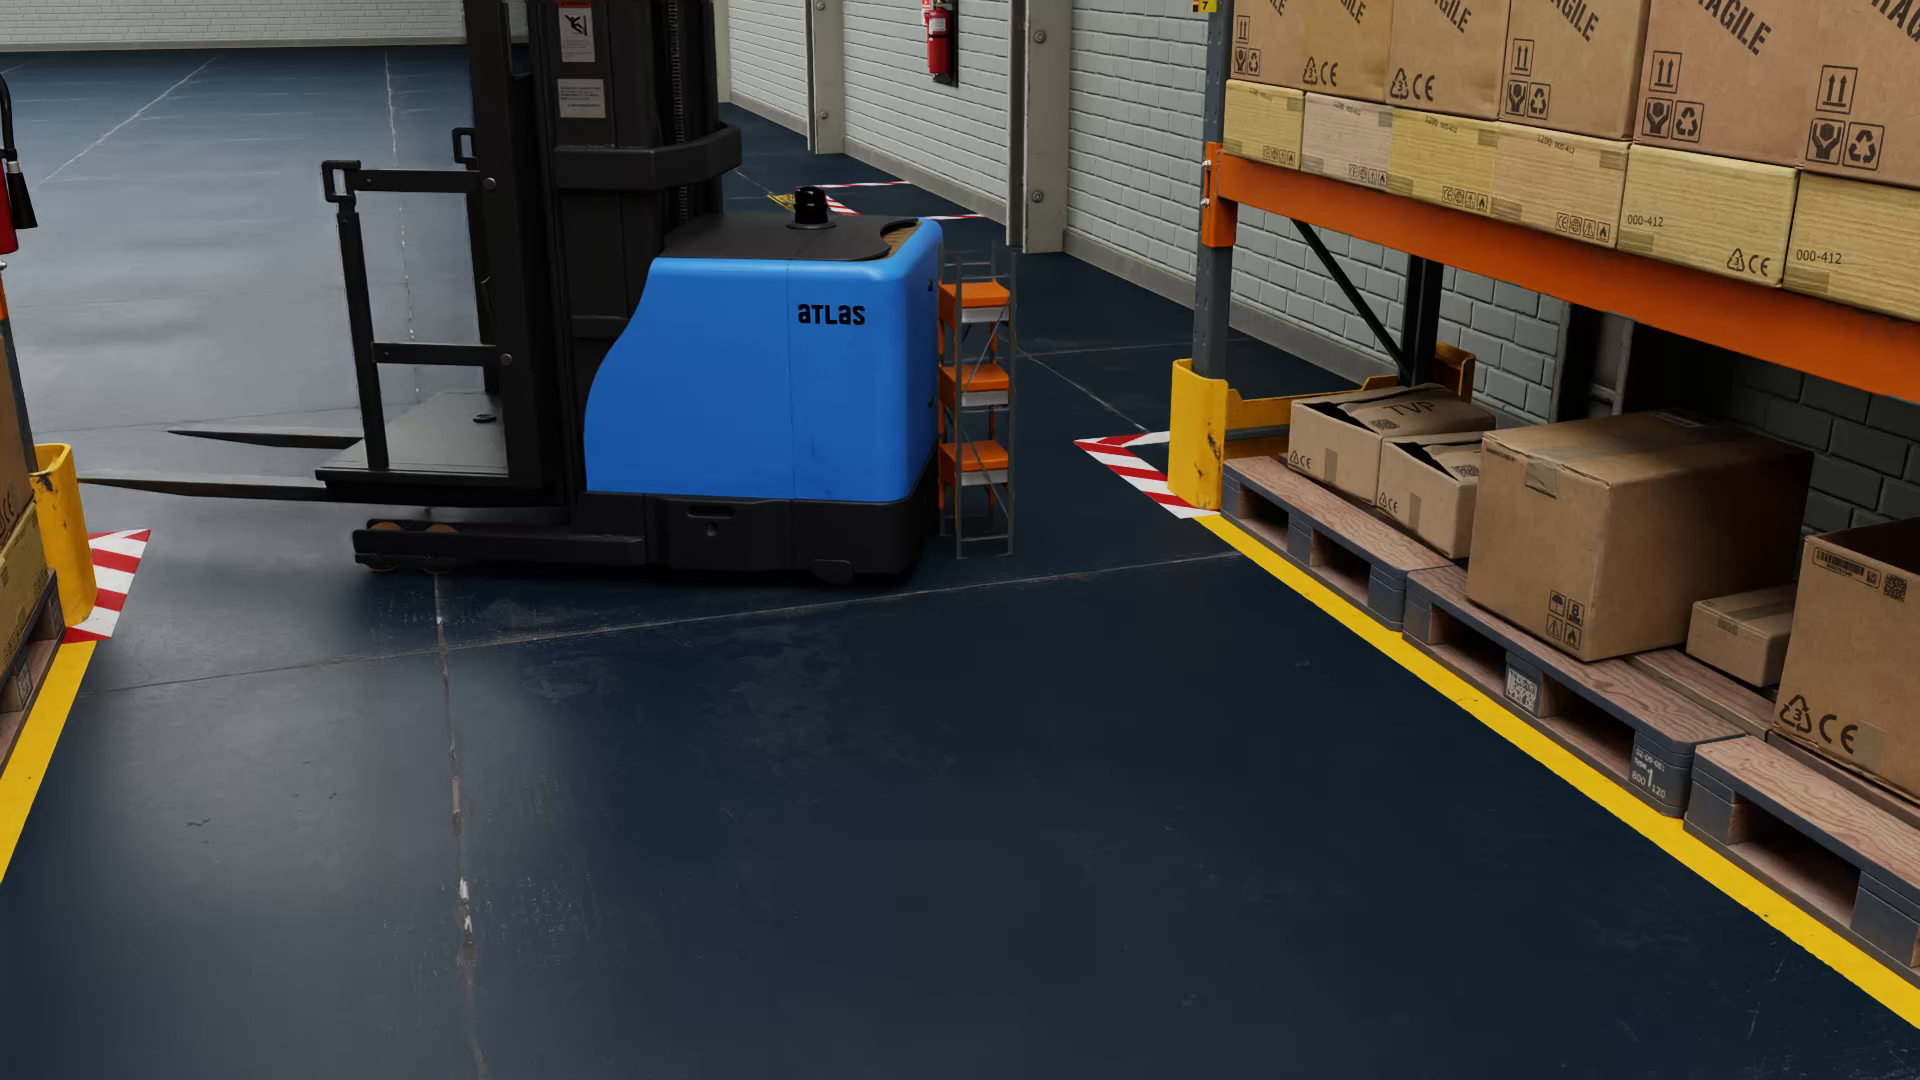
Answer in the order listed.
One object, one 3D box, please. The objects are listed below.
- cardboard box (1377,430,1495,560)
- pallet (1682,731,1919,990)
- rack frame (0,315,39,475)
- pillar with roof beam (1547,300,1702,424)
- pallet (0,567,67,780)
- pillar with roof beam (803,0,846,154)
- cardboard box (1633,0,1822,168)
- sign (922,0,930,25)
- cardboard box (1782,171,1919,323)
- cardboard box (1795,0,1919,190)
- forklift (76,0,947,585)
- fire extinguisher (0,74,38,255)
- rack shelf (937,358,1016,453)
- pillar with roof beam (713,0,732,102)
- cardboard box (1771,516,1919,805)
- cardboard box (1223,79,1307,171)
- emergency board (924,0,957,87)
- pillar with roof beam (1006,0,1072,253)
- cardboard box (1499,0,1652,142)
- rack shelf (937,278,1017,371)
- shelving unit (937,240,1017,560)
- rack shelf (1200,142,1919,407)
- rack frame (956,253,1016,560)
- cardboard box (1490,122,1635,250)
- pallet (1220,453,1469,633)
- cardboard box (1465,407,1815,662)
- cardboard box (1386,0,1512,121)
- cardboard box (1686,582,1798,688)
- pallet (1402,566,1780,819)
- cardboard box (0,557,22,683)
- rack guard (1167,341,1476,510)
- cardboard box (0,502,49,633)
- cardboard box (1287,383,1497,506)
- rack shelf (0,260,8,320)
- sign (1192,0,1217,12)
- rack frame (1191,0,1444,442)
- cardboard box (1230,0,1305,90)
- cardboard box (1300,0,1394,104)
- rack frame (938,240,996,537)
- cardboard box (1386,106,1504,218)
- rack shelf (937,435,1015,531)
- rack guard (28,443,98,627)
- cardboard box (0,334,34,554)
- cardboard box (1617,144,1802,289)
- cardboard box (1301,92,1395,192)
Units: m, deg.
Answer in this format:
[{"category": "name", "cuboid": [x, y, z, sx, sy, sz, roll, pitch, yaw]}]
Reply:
[{"category": "cardboard box", "cuboid": [1.687, -0.185, 5.321, 0.500, 0.311, 0.500, -5, 20, -13]}, {"category": "pallet", "cuboid": [2.388, 0.726, 3.582, 1.003, 0.211, 1.213, -6, 21, -17]}, {"category": "rack frame", "cuboid": [-3.326, -1.130, 4.626, 1.000, 3.000, 0.127, -6, 21, -17]}, {"category": "pillar with roof beam", "cuboid": [-1.670, -3.891, 3.438, 9.100, 9.000, 0.400, -6, 21, -17]}, {"category": "pallet", "cuboid": [-3.045, 0.423, 4.427, 1.003, 0.211, 1.213, -6, 21, -17]}, {"category": "pillar with roof beam", "cuboid": [-5.441, -7.742, 14.159, 9.100, 9.000, 0.400, -6, 21, -17]}, {"category": "cardboard box", "cuboid": [1.881, -1.107, 3.645, 0.500, 0.500, 0.500, -7, 21, -19]}, {"category": "sign", "cuboid": [-0.285, -4.453, 13.824, 0.001, 0.329, 0.234, -6, 21, -17]}, {"category": "cardboard box", "cuboid": [2.048, -0.594, 3.324, 0.500, 0.250, 0.500, -6, 21, -17]}, {"category": "cardboard box", "cuboid": [2.029, -0.944, 3.192, 0.500, 0.500, 0.500, -7, 21, -18]}, {"category": "forklift", "cuboid": [-1.605, -1.437, 5.580, 3.031, 2.935, 1.130, 2, 20, 7]}, {"category": "fire extinguisher", "cuboid": [-2.922, -1.181, 4.882, 0.296, 0.674, 0.183, -6, 21, -17]}, {"category": "rack shelf", "cuboid": [0.054, -0.463, 5.684, 0.215, 0.259, 0.240, -5, 20, -14]}, {"category": "pillar with roof beam", "cuboid": [-7.327, -9.667, 19.520, 9.100, 9.000, 0.400, -6, 21, -17]}, {"category": "cardboard box", "cuboid": [2.269, 0.266, 3.785, 0.500, 0.500, 0.500, -8, 21, -21]}, {"category": "cardboard box", "cuboid": [1.228, -1.406, 5.587, 0.500, 0.250, 0.500, -7, 21, -19]}, {"category": "emergency board", "cuboid": [-0.209, -4.248, 13.305, 0.194, 1.169, 0.643, -6, 21, -17]}, {"category": "pillar with roof beam", "cuboid": [-3.556, -5.817, 8.798, 9.100, 9.000, 0.400, -6, 21, -17]}, {"category": "cardboard box", "cuboid": [1.716, -1.274, 4.109, 0.500, 0.500, 0.500, -6, 21, -16]}, {"category": "rack shelf", "cuboid": [0.054, -0.730, 5.588, 0.215, 0.259, 0.240, -5, 20, -14]}, {"category": "shelving unit", "cuboid": [0.054, -0.473, 5.680, 0.215, 1.050, 0.252, -5, 20, -14]}, {"category": "rack shelf", "cuboid": [2.004, -0.678, 4.430, 1.077, 0.370, 4.000, -6, 21, -17]}, {"category": "rack frame", "cuboid": [0.085, -0.433, 5.569, 0.200, 1.050, 0.008, -5, 20, -14]}, {"category": "cardboard box", "cuboid": [1.716, -0.915, 4.218, 0.500, 0.250, 0.500, -6, 21, -17]}, {"category": "pallet", "cuboid": [1.622, -0.057, 5.762, 1.003, 0.211, 1.213, -6, 21, -17]}, {"category": "cardboard box", "cuboid": [1.870, -0.033, 4.619, 0.700, 0.500, 0.500, -8, 21, -21]}, {"category": "cardboard box", "cuboid": [1.543, -1.438, 4.567, 0.500, 0.500, 0.500, -7, 21, -19]}, {"category": "cardboard box", "cuboid": [2.149, 0.245, 4.364, 0.380, 0.149, 0.250, -8, 21, -22]}, {"category": "pallet", "cuboid": [2.001, 0.334, 4.674, 1.003, 0.211, 1.213, -6, 21, -17]}, {"category": "cardboard box", "cuboid": [-2.708, 0.266, 4.185, 0.500, 0.250, 0.500, -6, 21, -17]}, {"category": "rack guard", "cuboid": [1.400, -0.457, 6.450, 1.175, 0.500, 0.348, -6, 21, -17]}, {"category": "cardboard box", "cuboid": [-2.877, 0.107, 4.628, 0.500, 0.250, 0.500, -6, 21, -17]}, {"category": "cardboard box", "cuboid": [1.508, -0.368, 5.830, 0.500, 0.311, 0.500, -9, 22, -23]}, {"category": "rack shelf", "cuboid": [-2.697, -0.150, 2.961, 1.077, 0.370, 4.000, -6, 21, -17]}, {"category": "sign", "cuboid": [0.861, -2.008, 5.788, 0.100, 0.325, 0.005, -6, 21, -17]}, {"category": "rack frame", "cuboid": [1.376, -1.658, 6.095, 1.000, 3.000, 0.127, -6, 21, -17]}, {"category": "cardboard box", "cuboid": [1.241, -1.765, 5.475, 0.500, 0.500, 0.500, -6, 21, -17]}, {"category": "cardboard box", "cuboid": [1.386, -1.605, 5.030, 0.500, 0.500, 0.500, -6, 21, -17]}, {"category": "rack frame", "cuboid": [0.024, -0.513, 5.792, 0.200, 1.050, 0.008, -5, 20, -14]}, {"category": "cardboard box", "cuboid": [1.559, -1.077, 4.670, 0.500, 0.250, 0.500, -7, 21, -18]}, {"category": "rack shelf", "cuboid": [0.054, -0.202, 5.778, 0.215, 0.259, 0.240, -5, 20, -14]}, {"category": "rack guard", "cuboid": [-3.333, 0.038, 5.070, 1.175, 0.500, 0.348, -6, 21, -17]}, {"category": "cardboard box", "cuboid": [-2.875, -0.246, 4.502, 0.500, 0.500, 0.500, -6, 21, -17]}, {"category": "cardboard box", "cuboid": [1.875, -0.753, 3.769, 0.500, 0.250, 0.500, -7, 21, -18]}, {"category": "cardboard box", "cuboid": [1.405, -1.241, 5.127, 0.500, 0.250, 0.500, -7, 21, -19]}]
